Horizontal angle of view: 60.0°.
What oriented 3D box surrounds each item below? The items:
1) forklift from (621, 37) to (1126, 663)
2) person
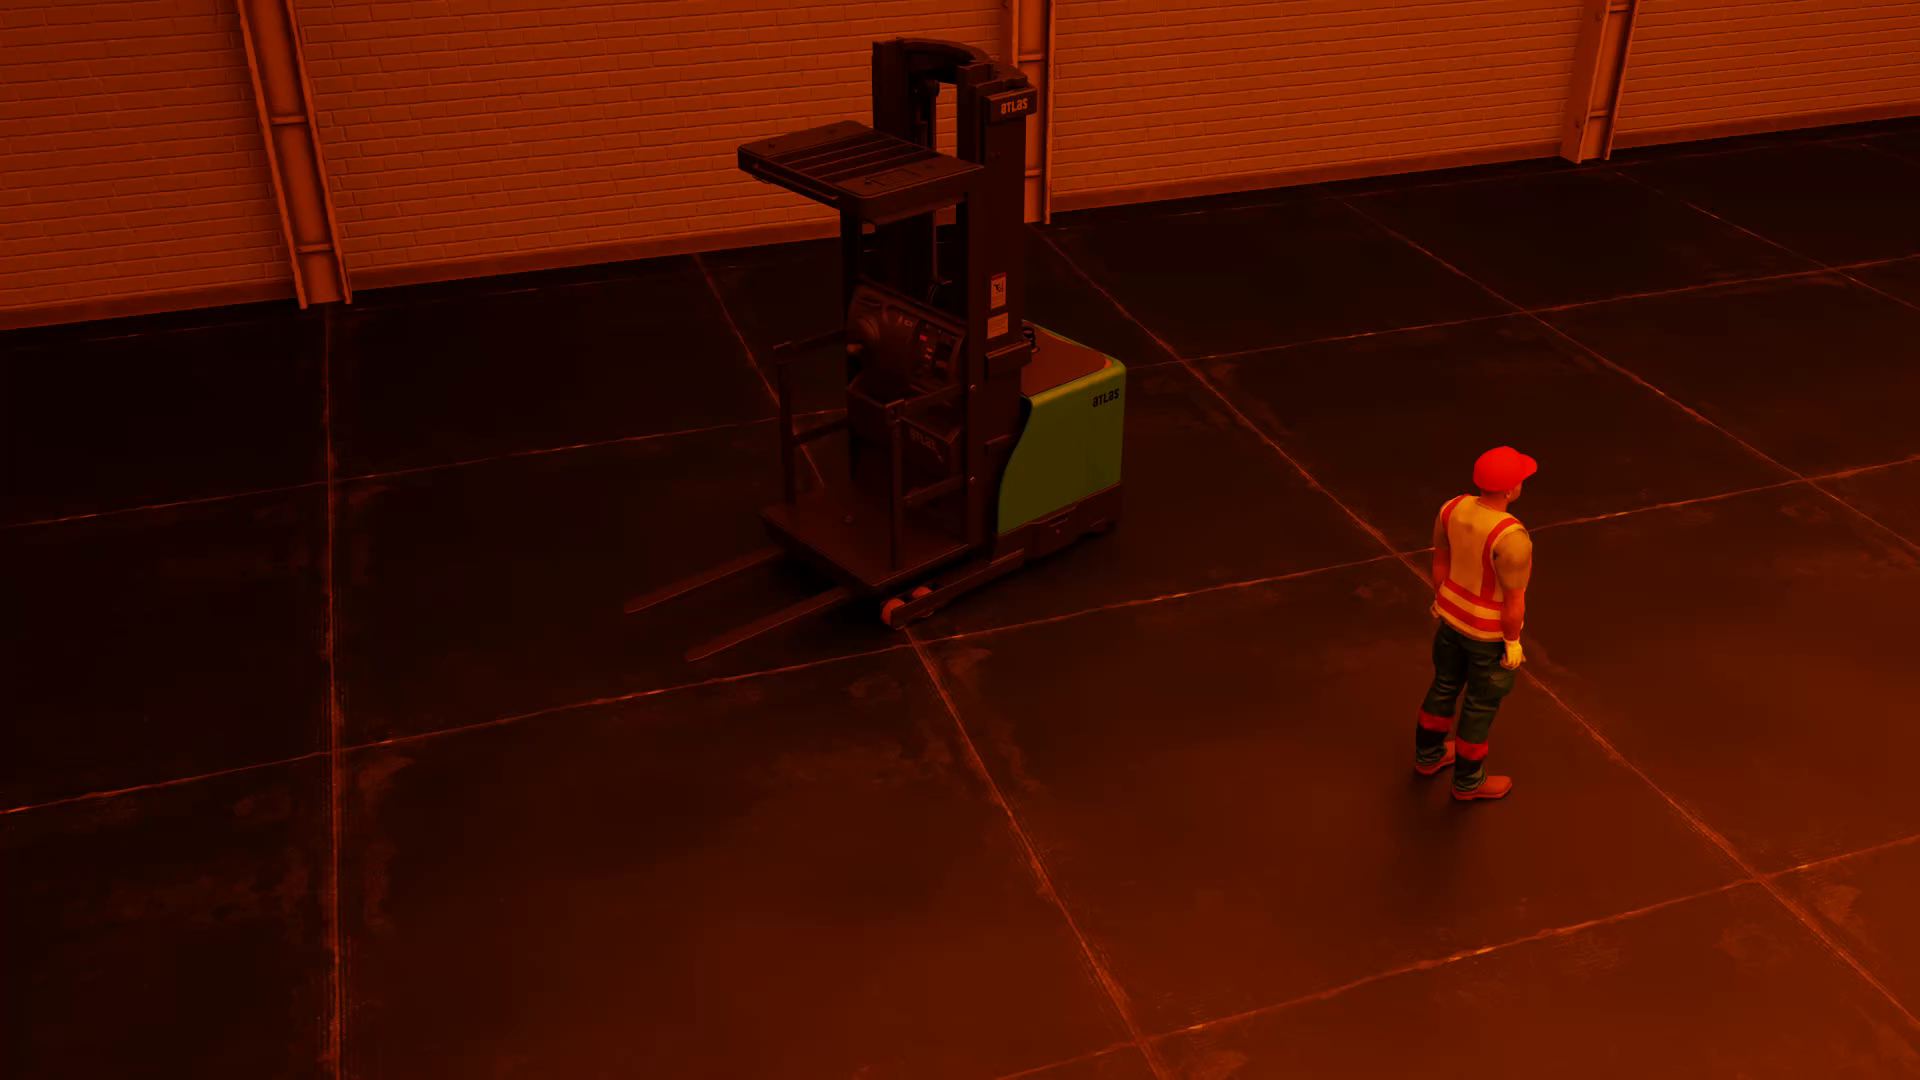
[{"bbox_3d":[-0.461,-1.072,8.951,3.031,2.935,1.130,-23,37,-34],"label":"forklift"},{"bbox_3d":[2.375,0.373,7.585,0.376,1.795,0.536,-16,33,-25],"label":"person"}]
